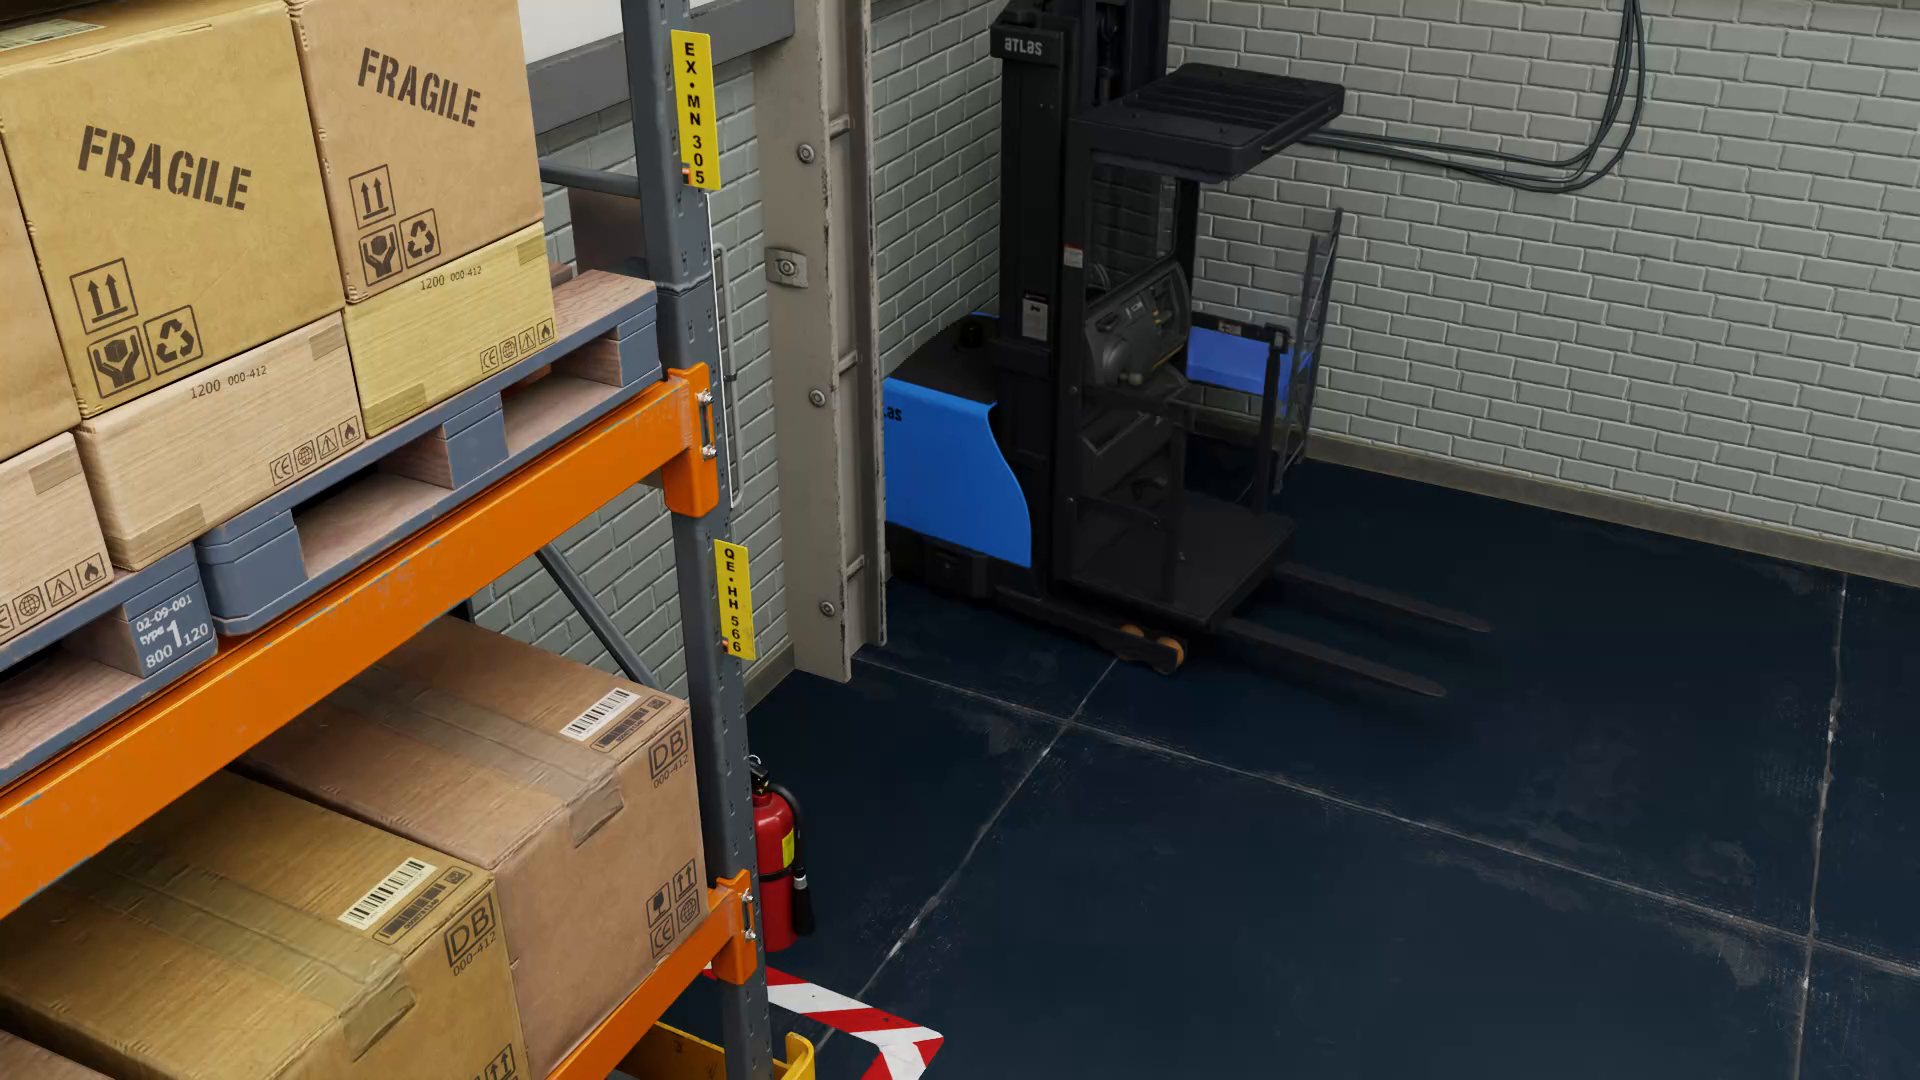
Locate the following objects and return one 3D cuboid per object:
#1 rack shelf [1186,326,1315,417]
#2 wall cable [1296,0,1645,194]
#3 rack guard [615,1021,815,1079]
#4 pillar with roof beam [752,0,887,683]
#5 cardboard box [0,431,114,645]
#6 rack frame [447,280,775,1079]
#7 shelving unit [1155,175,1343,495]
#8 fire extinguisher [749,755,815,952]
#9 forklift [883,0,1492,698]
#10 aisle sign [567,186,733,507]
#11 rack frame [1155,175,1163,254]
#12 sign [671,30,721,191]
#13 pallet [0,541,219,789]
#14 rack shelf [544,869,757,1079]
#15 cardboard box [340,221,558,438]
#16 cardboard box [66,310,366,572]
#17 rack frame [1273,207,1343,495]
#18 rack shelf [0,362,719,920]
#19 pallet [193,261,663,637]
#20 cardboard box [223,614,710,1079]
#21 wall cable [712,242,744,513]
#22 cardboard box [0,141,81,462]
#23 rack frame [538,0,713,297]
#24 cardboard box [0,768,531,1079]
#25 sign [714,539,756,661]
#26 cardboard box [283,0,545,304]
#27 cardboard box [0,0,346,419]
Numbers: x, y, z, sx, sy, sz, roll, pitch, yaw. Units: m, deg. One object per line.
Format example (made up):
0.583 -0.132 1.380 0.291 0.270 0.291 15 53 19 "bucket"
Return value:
1.420 -0.982 9.278 1.000 0.185 0.538 16 33 22 "rack shelf"
1.864 -3.056 8.154 3.097 2.526 0.112 14 33 23 "wall cable"
-1.020 1.698 5.290 1.175 0.500 0.348 14 33 23 "rack guard"
3.261 -2.393 3.881 9.100 9.000 0.400 14 33 23 "pillar with roof beam"
-1.597 0.012 2.334 0.500 0.250 0.500 13 32 22 "cardboard box"
-1.031 0.625 4.649 1.000 3.000 0.127 14 33 23 "rack frame"
1.426 -1.137 9.186 1.048 1.500 0.538 16 33 22 "shelving unit"
-0.551 0.858 4.696 0.296 0.674 0.183 14 33 23 "fire extinguisher"
0.988 -0.957 7.472 3.031 2.935 1.130 18 34 28 "forklift"
-0.731 -0.466 3.939 0.394 0.787 0.004 14 33 23 "aisle sign"
0.972 -1.267 9.375 0.032 1.500 0.500 16 33 22 "rack frame"
-0.554 -0.896 3.476 0.100 0.325 0.005 14 33 23 "sign"
-1.914 0.237 2.402 1.003 0.211 1.213 14 33 23 "pallet"
-1.942 1.824 3.285 1.077 0.370 4.000 14 33 23 "rack shelf"
-1.128 -0.451 3.140 0.500 0.250 0.500 15 33 25 "cardboard box"
-1.364 -0.220 2.738 0.500 0.250 0.500 13 32 21 "cardboard box"
1.879 -1.007 8.996 0.032 1.500 0.500 16 33 22 "rack frame"
-1.942 0.523 2.538 1.077 0.370 4.000 14 33 23 "rack shelf"
-1.360 -0.306 3.348 1.003 0.211 1.213 14 33 23 "pallet"
-1.254 0.723 4.177 0.980 0.700 0.700 16 33 25 "cardboard box"
-1.290 -0.598 5.759 0.084 1.984 1.851 14 33 23 "wall cable"
-1.589 -0.322 2.163 0.500 0.500 0.500 13 32 21 "cardboard box"
-1.031 -1.976 3.155 1.000 3.000 0.127 14 33 23 "rack frame"
-1.576 1.048 3.611 0.980 0.700 0.700 14 33 23 "cardboard box"
-0.554 0.150 4.077 0.100 0.325 0.005 14 33 23 "sign"
-1.121 -0.775 2.951 0.500 0.500 0.500 14 33 23 "cardboard box"
-1.359 -0.556 2.569 0.500 0.500 0.500 15 33 25 "cardboard box"
